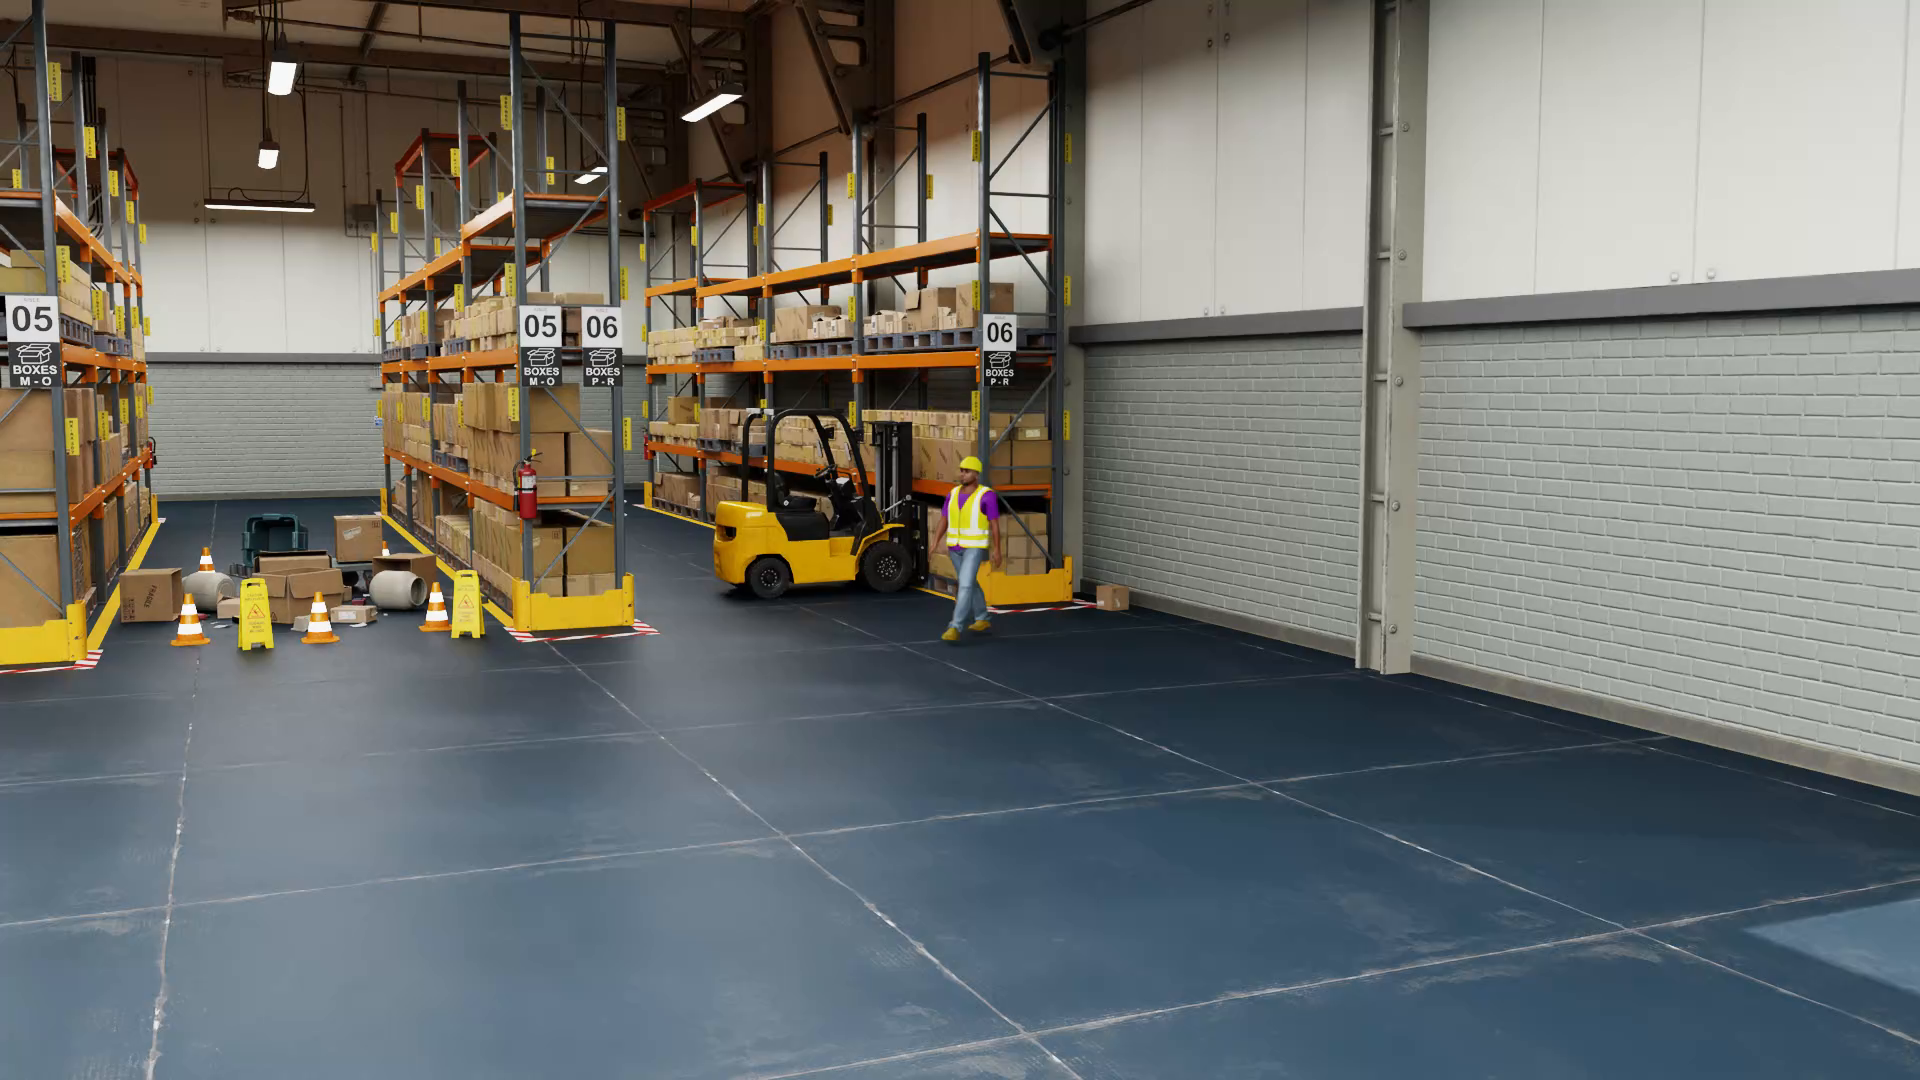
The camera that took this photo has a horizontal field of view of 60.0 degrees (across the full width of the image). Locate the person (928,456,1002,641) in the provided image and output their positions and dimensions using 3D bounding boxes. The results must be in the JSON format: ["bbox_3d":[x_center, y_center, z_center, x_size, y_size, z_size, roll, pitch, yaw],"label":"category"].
[{"bbox_3d":[0.015,0.062,15.855,0.609,1.711,1.002,4,7,36],"label":"person"}]
